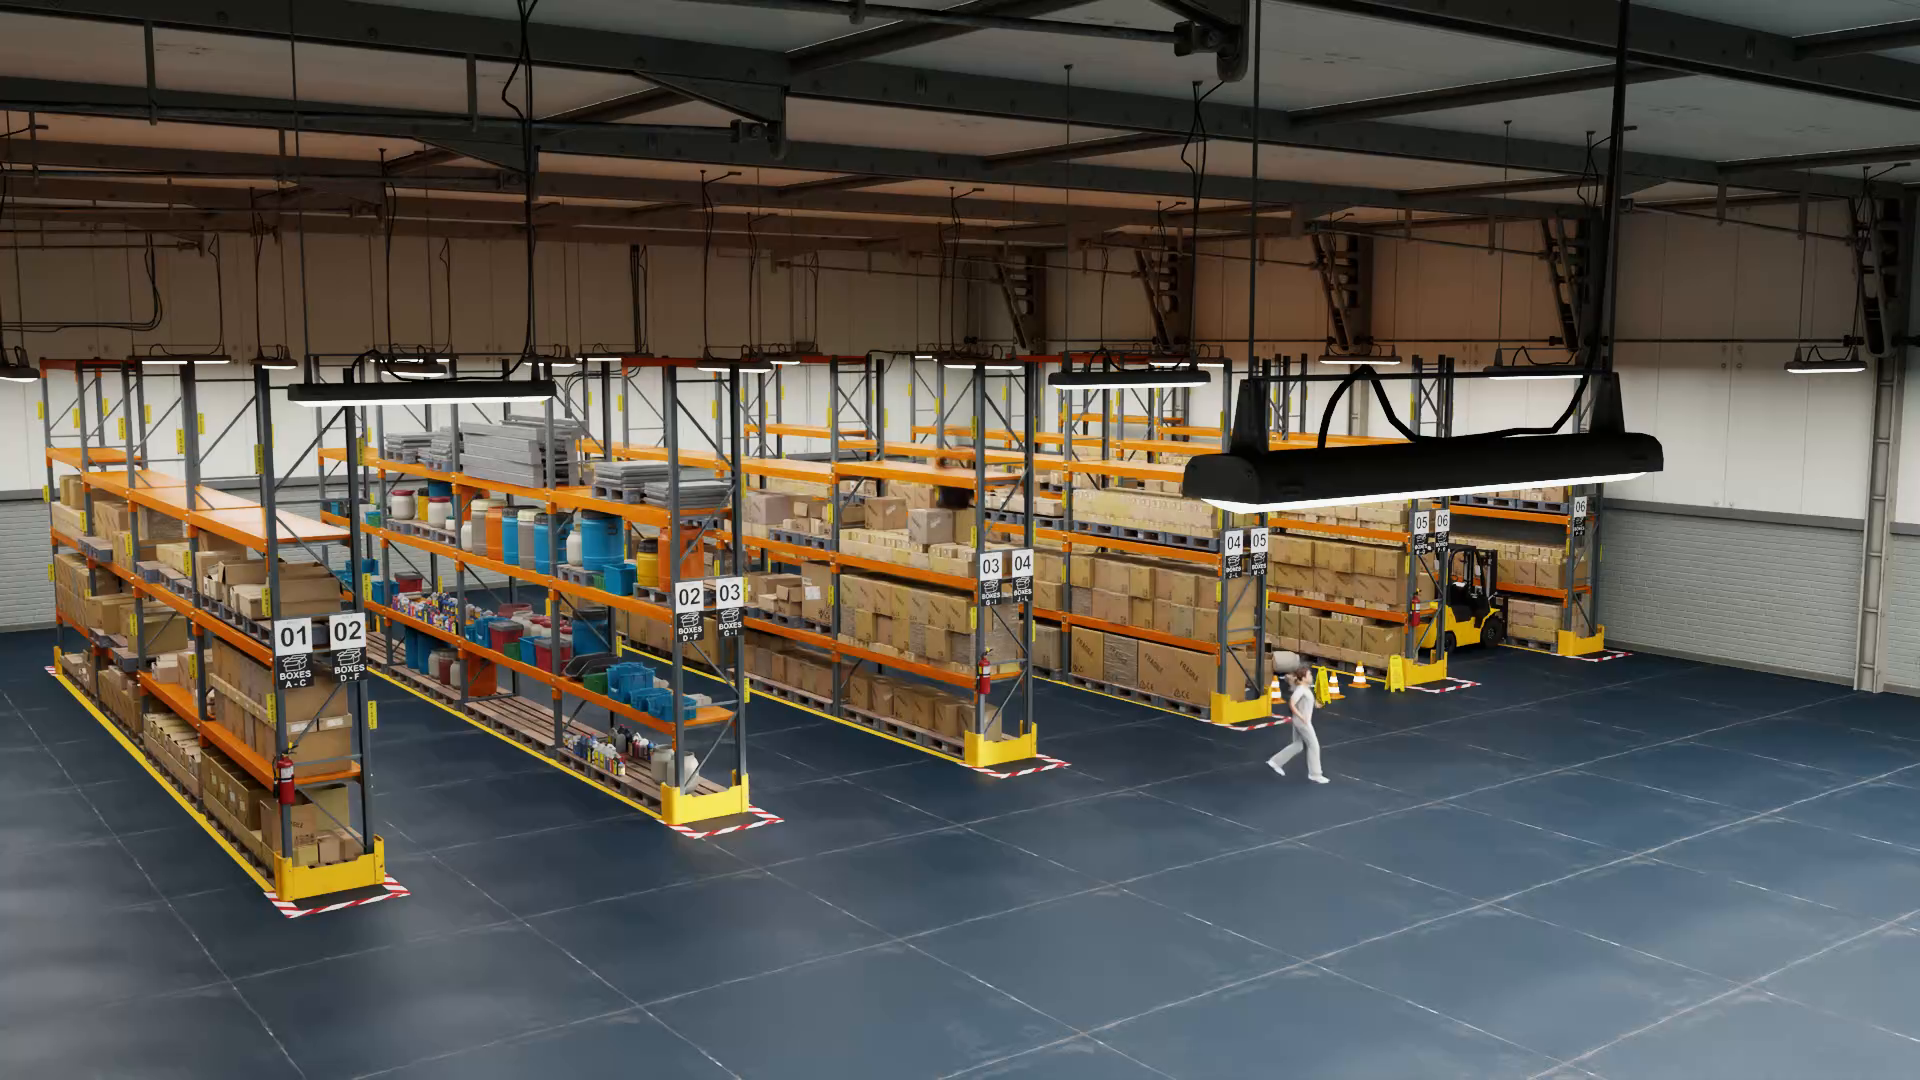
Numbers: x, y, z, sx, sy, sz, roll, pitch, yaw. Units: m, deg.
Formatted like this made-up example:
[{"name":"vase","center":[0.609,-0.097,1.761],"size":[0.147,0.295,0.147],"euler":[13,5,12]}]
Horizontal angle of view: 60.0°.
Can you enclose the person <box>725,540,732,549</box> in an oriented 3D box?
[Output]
[{"name":"person","center":[-5.385,0.850,38.432],"size":[0.677,1.842,0.755],"euler":[-4,8,-28]}]

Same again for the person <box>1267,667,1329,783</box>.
[{"name":"person","center":[4.869,2.644,23.872],"size":[0.892,1.681,0.557],"euler":[0,7,3]}]
